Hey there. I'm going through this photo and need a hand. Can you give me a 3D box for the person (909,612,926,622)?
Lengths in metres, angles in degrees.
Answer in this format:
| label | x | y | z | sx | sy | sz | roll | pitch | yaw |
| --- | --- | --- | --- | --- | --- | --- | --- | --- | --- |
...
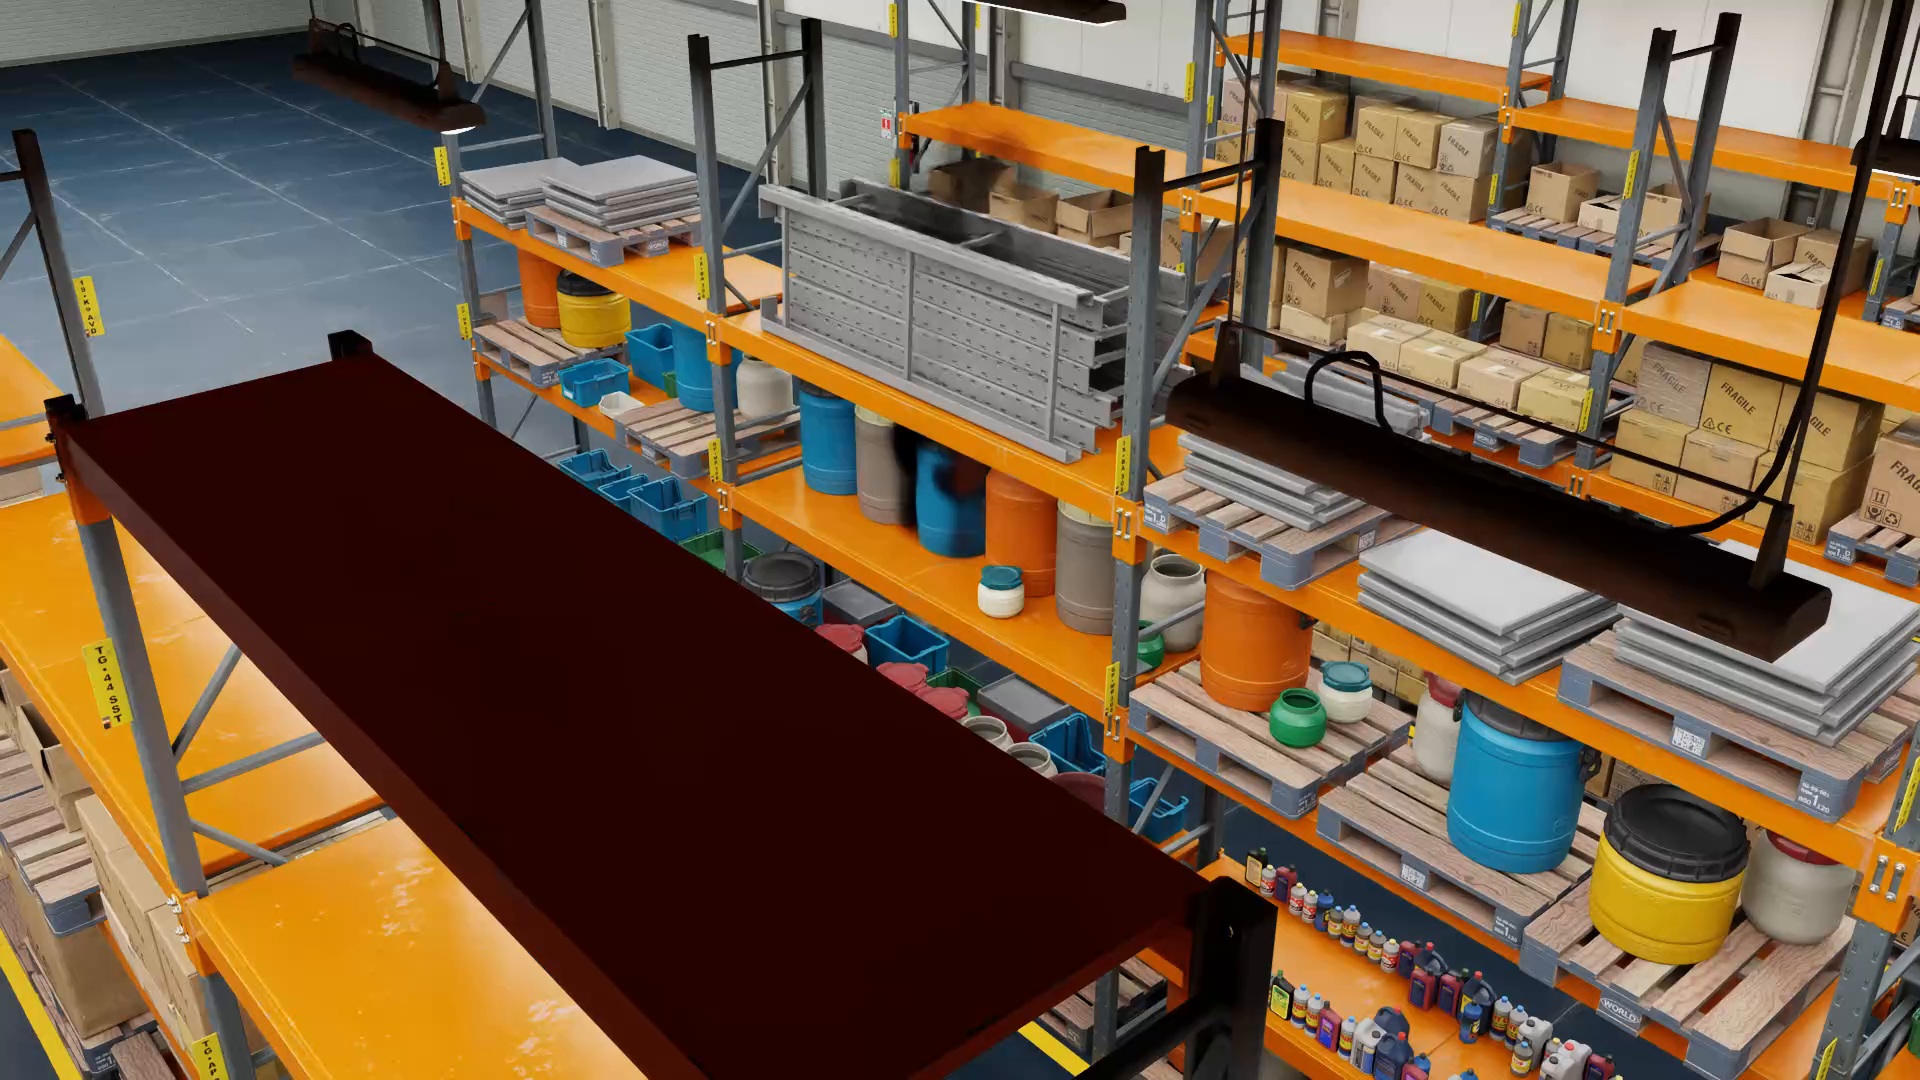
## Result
| label | x | y | z | sx | sy | sz | roll | pitch | yaw |
| --- | --- | --- | --- | --- | --- | --- | --- | --- | --- |
| person | -0.268 | 0.813 | 14.480 | 0.521 | 1.473 | 0.427 | -15 | 31 | -27 |
